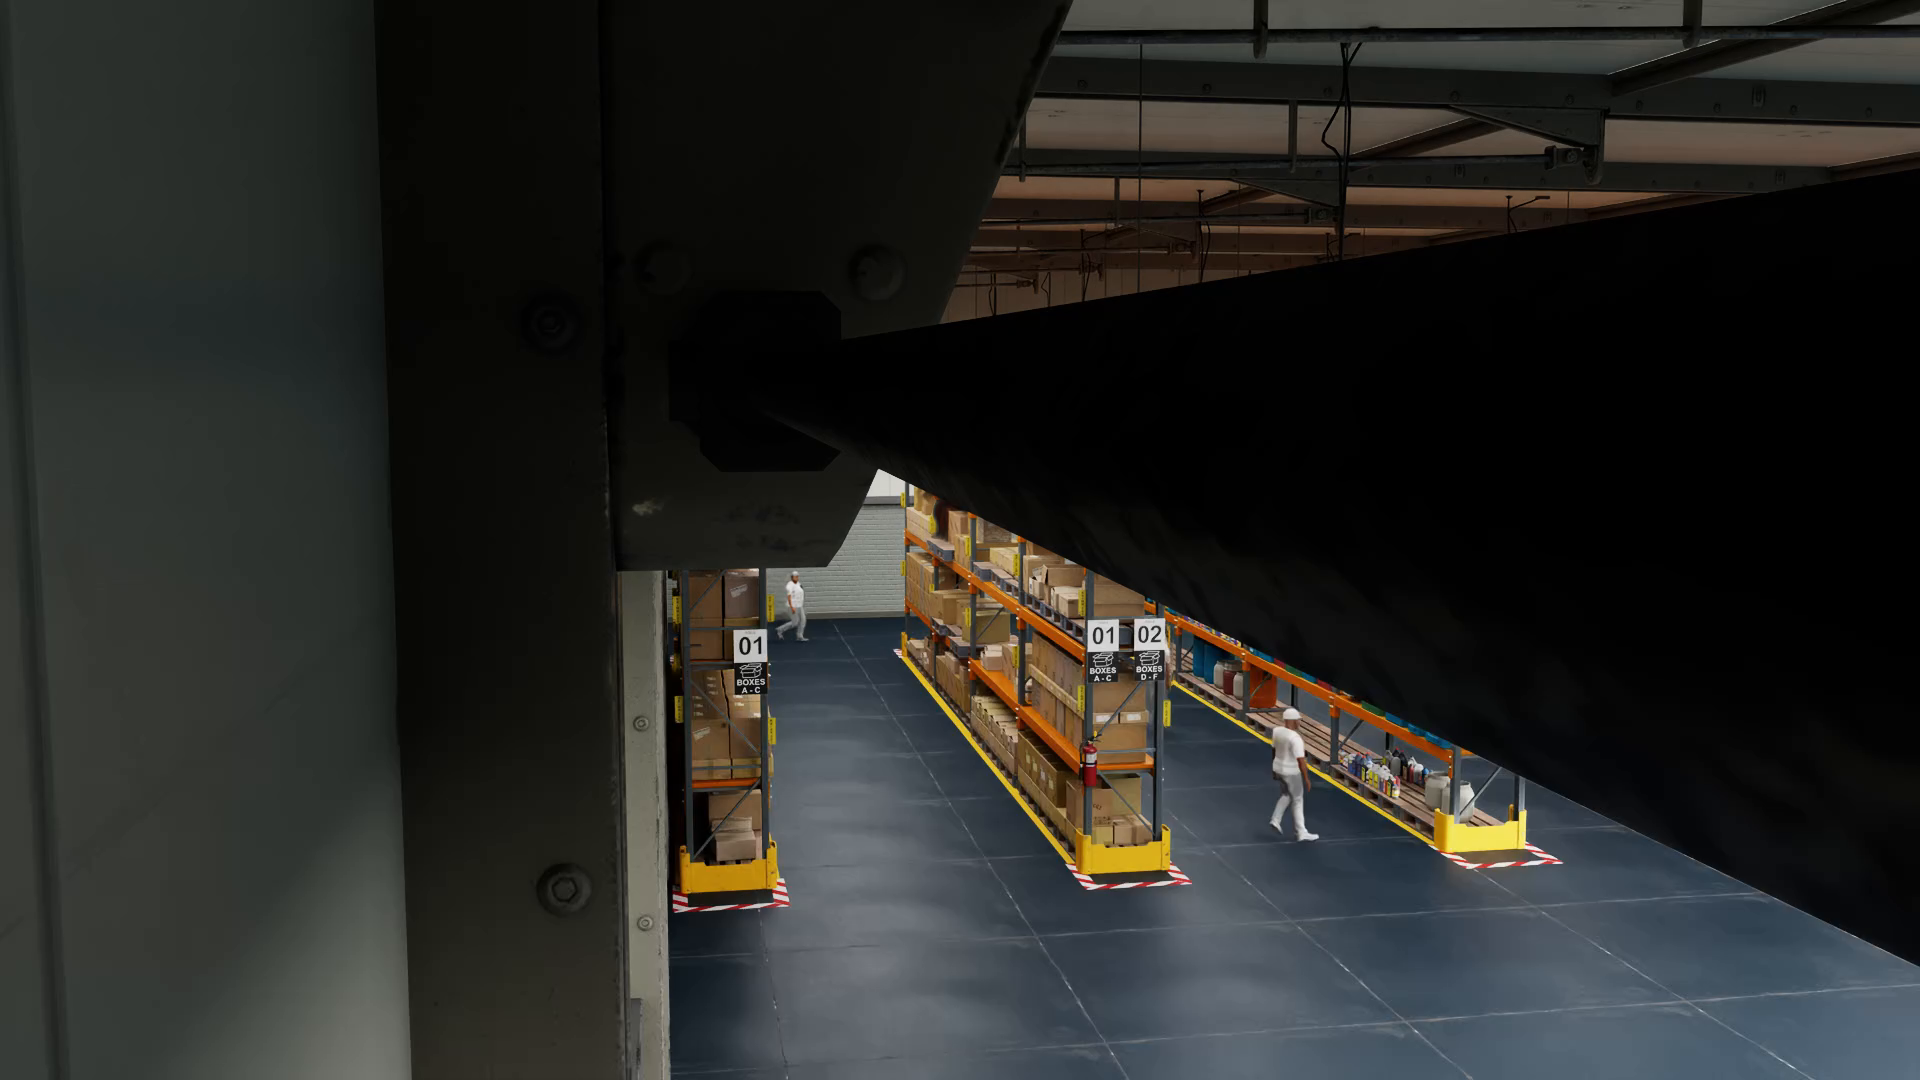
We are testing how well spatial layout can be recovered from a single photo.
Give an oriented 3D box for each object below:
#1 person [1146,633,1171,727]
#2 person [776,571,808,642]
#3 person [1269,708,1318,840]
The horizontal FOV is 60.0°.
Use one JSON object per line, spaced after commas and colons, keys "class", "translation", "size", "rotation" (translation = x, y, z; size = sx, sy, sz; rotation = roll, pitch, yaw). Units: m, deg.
{"class": "person", "translation": [3.485, 2.414, 29.032], "size": [0.349, 1.679, 0.514], "rotation": [-3, 6, -24]}
{"class": "person", "translation": [-3.861, 1.530, 38.395], "size": [0.705, 1.628, 0.501], "rotation": [1, 6, 12]}
{"class": "person", "translation": [4.466, 3.129, 22.354], "size": [0.573, 1.763, 0.668], "rotation": [-3, 7, -24]}
